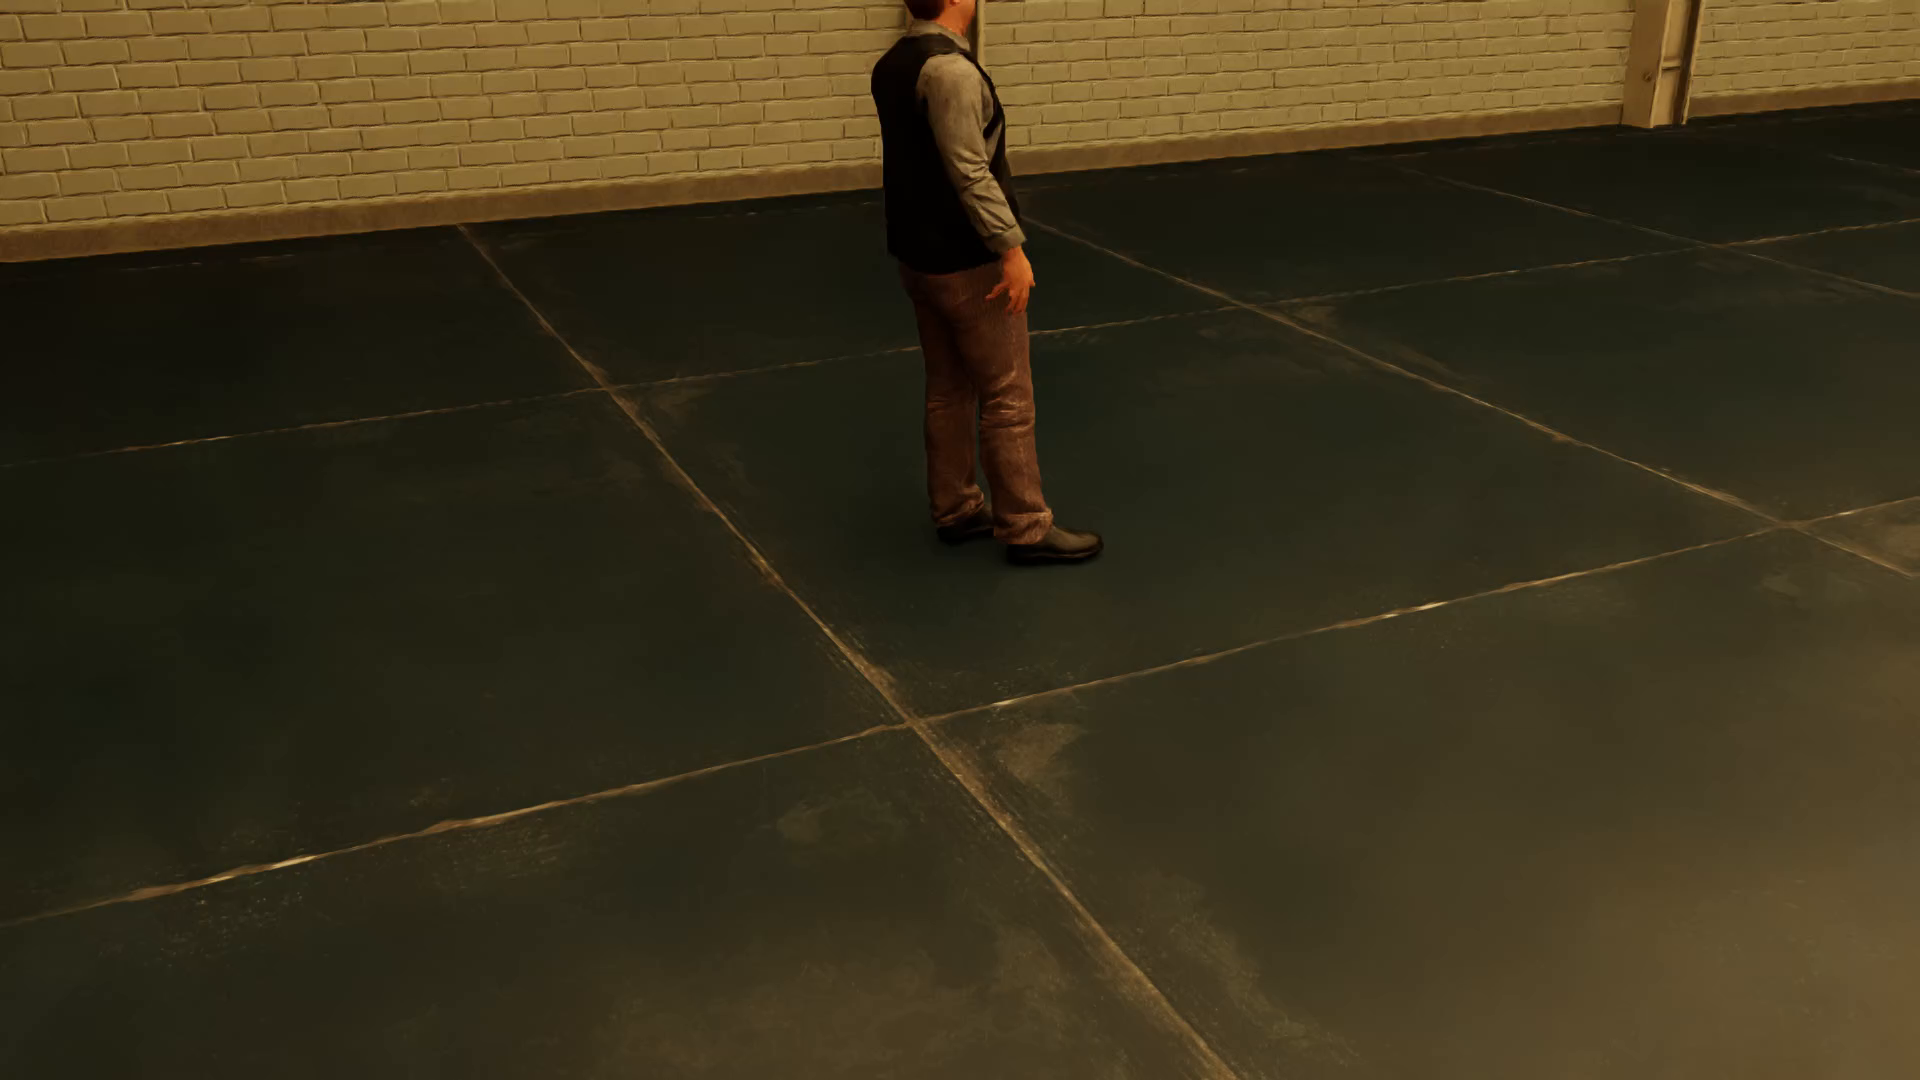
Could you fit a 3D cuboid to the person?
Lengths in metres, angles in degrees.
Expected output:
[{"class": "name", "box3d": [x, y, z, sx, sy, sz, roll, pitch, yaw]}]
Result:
[{"class": "person", "box3d": [0.060, -0.809, 4.791, 0.567, 1.720, 0.632, -10, 25, -23]}]
